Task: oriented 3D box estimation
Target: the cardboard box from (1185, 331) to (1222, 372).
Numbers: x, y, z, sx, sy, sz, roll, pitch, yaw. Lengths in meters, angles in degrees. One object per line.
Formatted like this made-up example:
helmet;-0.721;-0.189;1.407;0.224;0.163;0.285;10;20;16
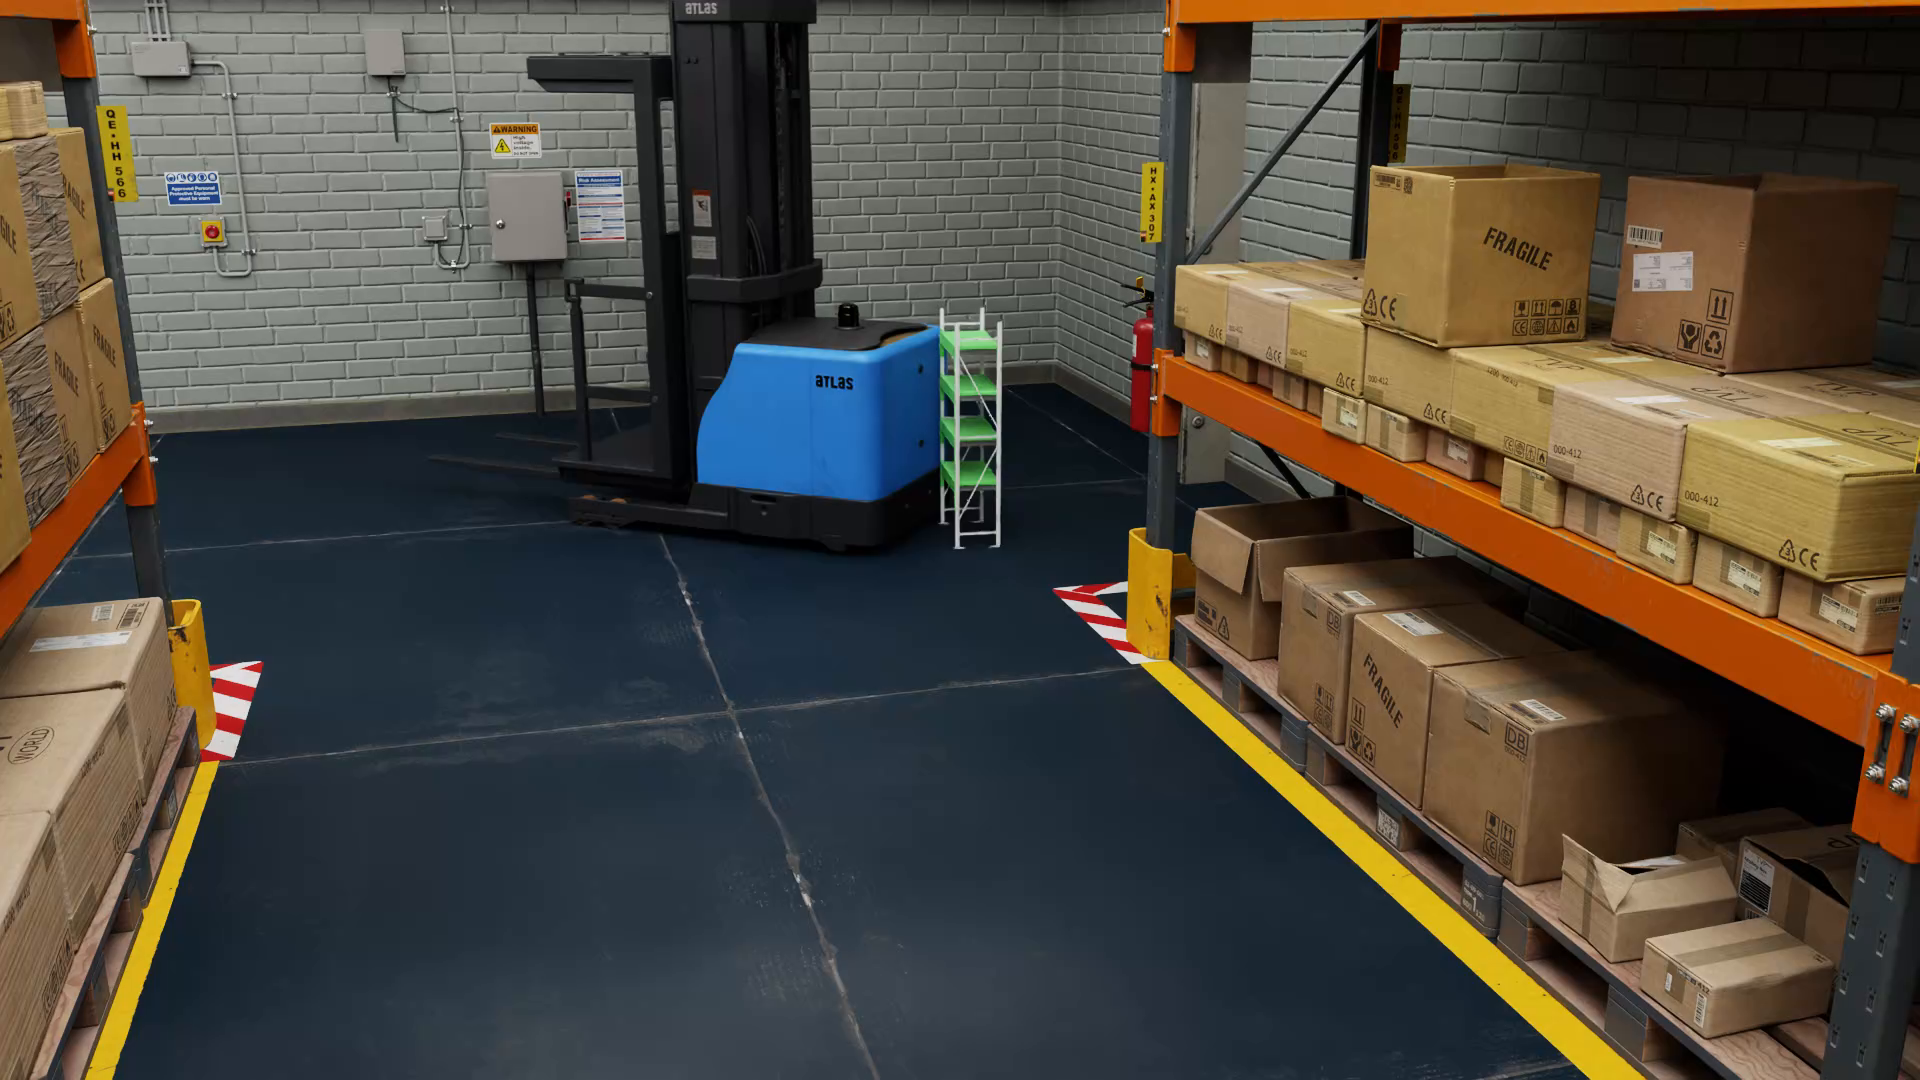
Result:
cardboard box;1.146;-0.792;6.812;0.380;0.149;0.250;-5;17;-16

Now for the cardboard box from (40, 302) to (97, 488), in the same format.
cardboard box;-2.941;-0.427;4.986;0.500;0.500;0.500;-5;17;-16

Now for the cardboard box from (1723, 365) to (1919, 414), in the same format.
cardboard box;2.398;-0.286;4.433;0.500;0.250;0.500;-5;17;-16

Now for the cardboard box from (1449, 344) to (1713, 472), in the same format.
cardboard box;1.768;-0.387;4.771;0.500;0.250;0.500;-5;17;-16

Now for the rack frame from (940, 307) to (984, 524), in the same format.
rack frame;0.012;-0.669;9.093;0.240;1.200;0.015;-3;17;-9

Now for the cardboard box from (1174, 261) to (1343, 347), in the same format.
cardboard box;1.185;-0.949;6.641;0.500;0.250;0.500;-5;17;-15

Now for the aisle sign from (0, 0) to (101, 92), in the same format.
aisle sign;-3.174;-1.921;5.615;0.394;0.787;0.004;-5;17;-15

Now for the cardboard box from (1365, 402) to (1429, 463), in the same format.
cardboard box;1.544;-0.361;5.375;0.380;0.149;0.250;-4;17;-14

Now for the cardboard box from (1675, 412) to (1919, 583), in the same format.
cardboard box;2.044;-0.111;3.851;0.500;0.250;0.500;-4;17;-14

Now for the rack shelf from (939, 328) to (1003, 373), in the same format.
rack shelf;0.053;-0.998;8.743;0.258;0.148;0.480;-3;17;-9

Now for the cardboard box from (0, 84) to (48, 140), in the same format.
cardboard box;-2.916;-1.253;4.868;0.380;0.149;0.250;-5;17;-16

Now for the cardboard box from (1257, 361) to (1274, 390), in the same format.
cardboard box;1.366;-0.656;6.357;0.380;0.149;0.250;-5;17;-16

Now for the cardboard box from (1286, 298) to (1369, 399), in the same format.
cardboard box;1.466;-0.670;5.711;0.500;0.250;0.500;-5;17;-16

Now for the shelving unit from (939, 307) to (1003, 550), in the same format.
shelving unit;0.053;-0.600;8.862;0.258;1.200;0.503;-3;17;-9

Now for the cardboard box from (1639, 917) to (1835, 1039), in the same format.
cardboard box;1.983;1.115;4.253;0.380;0.149;0.250;-5;18;-17

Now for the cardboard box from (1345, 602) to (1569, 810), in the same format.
cardboard box;1.643;0.541;5.551;0.500;0.500;0.500;-4;17;-14

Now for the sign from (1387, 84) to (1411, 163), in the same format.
sign;1.859;-1.769;7.066;0.100;0.325;0.005;-5;17;-15

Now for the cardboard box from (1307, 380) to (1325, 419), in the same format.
cardboard box;1.455;-0.508;5.865;0.380;0.149;0.250;-4;17;-14

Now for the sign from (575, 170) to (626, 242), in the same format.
sign;-2.546;-2.366;11.780;0.329;0.494;0.001;-5;17;-15

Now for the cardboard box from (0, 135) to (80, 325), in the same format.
cardboard box;-2.919;-0.902;4.828;0.500;0.500;0.500;-5;17;-15

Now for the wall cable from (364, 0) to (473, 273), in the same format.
wall cable;-3.664;-2.791;11.265;0.588;1.984;0.122;-5;17;-15

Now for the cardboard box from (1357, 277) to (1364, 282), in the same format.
cardboard box;1.842;-0.847;6.300;0.500;0.250;0.500;-5;17;-15

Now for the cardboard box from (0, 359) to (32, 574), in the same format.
cardboard box;-2.636;-0.144;4.042;0.500;0.500;0.500;-4;17;-14

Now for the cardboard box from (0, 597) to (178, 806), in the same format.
cardboard box;-3.174;0.569;5.567;0.875;0.438;0.875;-5;18;-17

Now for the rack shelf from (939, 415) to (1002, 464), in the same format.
rack shelf;0.053;-0.538;8.881;0.258;0.148;0.480;-3;17;-9

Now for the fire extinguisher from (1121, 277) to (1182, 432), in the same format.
fire extinguisher;0.835;-0.814;7.229;0.296;0.674;0.183;-5;17;-15

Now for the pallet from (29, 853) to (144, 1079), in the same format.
pallet;-2.825;1.256;4.405;1.003;0.211;1.213;-5;17;-15

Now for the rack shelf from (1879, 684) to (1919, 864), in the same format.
rack shelf;2.968;0.979;1.729;1.077;0.370;4.000;-5;17;-15

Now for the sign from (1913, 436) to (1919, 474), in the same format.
sign;1.899;-0.288;3.193;0.100;0.325;0.005;-5;17;-15

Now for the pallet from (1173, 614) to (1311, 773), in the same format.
pallet;1.560;0.552;6.748;1.003;0.211;1.213;-5;17;-15

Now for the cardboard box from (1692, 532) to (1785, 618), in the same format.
cardboard box;1.996;0.063;3.965;0.380;0.149;0.250;-4;17;-14

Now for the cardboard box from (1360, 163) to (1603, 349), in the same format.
cardboard box;1.598;-0.893;5.152;0.500;0.500;0.500;-4;17;-14

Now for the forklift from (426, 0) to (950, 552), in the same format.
forklift;-1.623;-1.598;9.177;3.031;2.935;1.130;7;18;22

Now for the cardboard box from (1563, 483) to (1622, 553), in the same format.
cardboard box;1.855;-0.082;4.446;0.380;0.149;0.250;-4;17;-14

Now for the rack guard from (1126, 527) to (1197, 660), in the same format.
rack guard;1.340;0.193;7.440;1.175;0.500;0.348;-5;17;-15

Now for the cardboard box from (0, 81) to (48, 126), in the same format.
cardboard box;-3.161;-1.386;5.311;0.380;0.149;0.250;-4;17;-15

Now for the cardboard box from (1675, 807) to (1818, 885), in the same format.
cardboard box;2.345;0.924;4.887;0.380;0.149;0.250;-5;17;-16

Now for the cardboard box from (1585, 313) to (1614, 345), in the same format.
cardboard box;2.117;-0.565;5.362;0.500;0.250;0.500;-5;17;-15

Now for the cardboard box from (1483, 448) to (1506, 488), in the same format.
cardboard box;1.795;-0.230;4.941;0.380;0.149;0.250;-4;17;-14

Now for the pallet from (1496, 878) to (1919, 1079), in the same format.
pallet;2.231;1.227;4.501;1.003;0.211;1.213;-5;17;-15

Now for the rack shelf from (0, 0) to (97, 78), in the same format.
rack shelf;-2.902;-1.170;3.671;1.077;0.370;4.000;-5;17;-15

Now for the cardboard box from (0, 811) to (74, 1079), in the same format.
cardboard box;-2.669;1.071;3.896;0.875;0.438;0.875;-5;17;-17

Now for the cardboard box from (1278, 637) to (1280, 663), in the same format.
cardboard box;1.476;0.436;6.511;0.380;0.149;0.250;-5;18;-17

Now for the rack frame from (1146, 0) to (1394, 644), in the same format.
rack frame;1.320;-1.025;7.151;1.000;3.000;0.127;-5;17;-15

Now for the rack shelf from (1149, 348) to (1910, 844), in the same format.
rack shelf;1.869;-0.127;5.412;1.077;0.370;4.000;-5;17;-15
